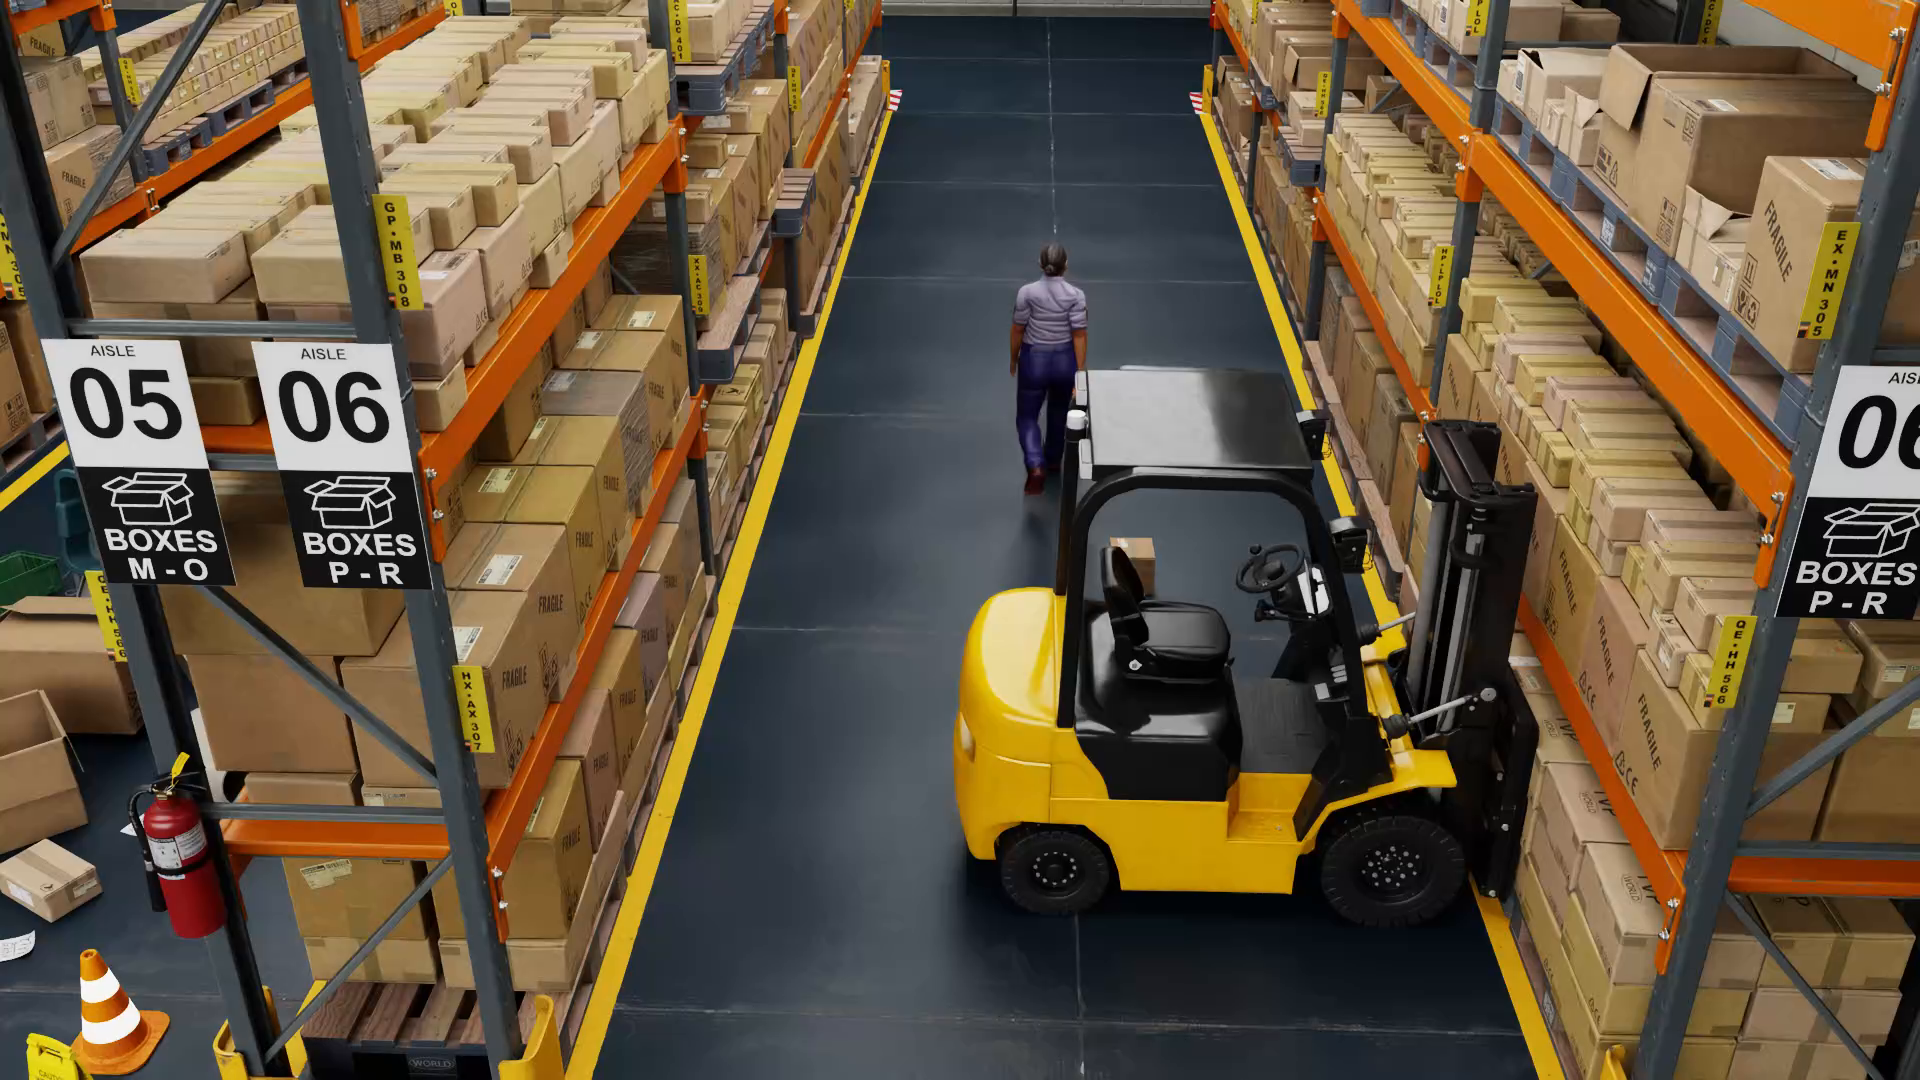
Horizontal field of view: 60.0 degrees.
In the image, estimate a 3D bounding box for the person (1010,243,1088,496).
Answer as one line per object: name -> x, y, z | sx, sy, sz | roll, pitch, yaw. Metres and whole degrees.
person -> 0.570, -1.105, 10.681 | 0.479, 1.603, 0.899 | -3, 28, -5
